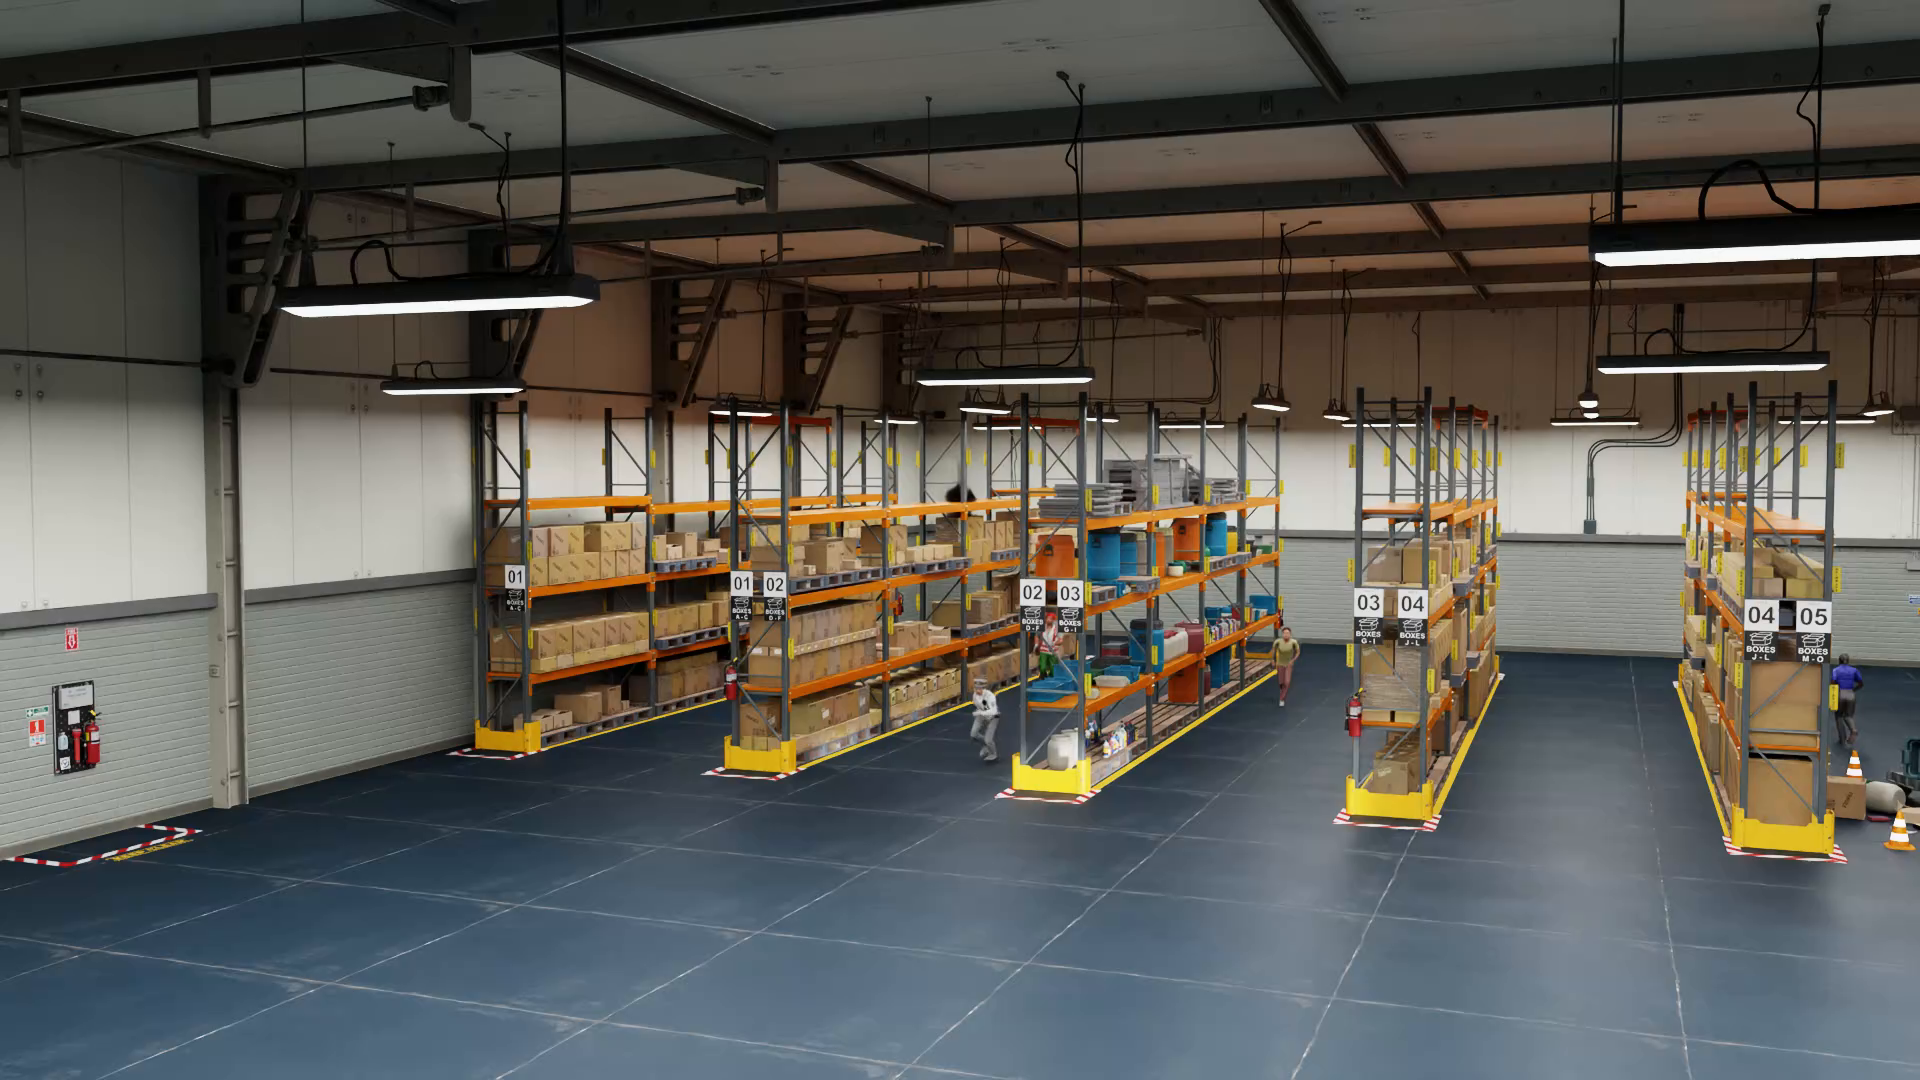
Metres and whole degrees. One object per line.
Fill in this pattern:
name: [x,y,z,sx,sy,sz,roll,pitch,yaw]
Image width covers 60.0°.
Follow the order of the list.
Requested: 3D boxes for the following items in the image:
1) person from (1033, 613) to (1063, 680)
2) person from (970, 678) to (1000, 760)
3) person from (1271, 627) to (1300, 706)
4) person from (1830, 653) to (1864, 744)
person: [1.856,2.406,34.998,0.643,1.781,0.702,0,3,6]
person: [0.411,2.948,27.290,0.622,1.425,0.946,2,3,34]
person: [6.635,2.557,33.908,0.565,1.605,0.622,0,3,4]
person: [15.539,2.798,29.152,0.572,1.602,0.646,1,3,12]
